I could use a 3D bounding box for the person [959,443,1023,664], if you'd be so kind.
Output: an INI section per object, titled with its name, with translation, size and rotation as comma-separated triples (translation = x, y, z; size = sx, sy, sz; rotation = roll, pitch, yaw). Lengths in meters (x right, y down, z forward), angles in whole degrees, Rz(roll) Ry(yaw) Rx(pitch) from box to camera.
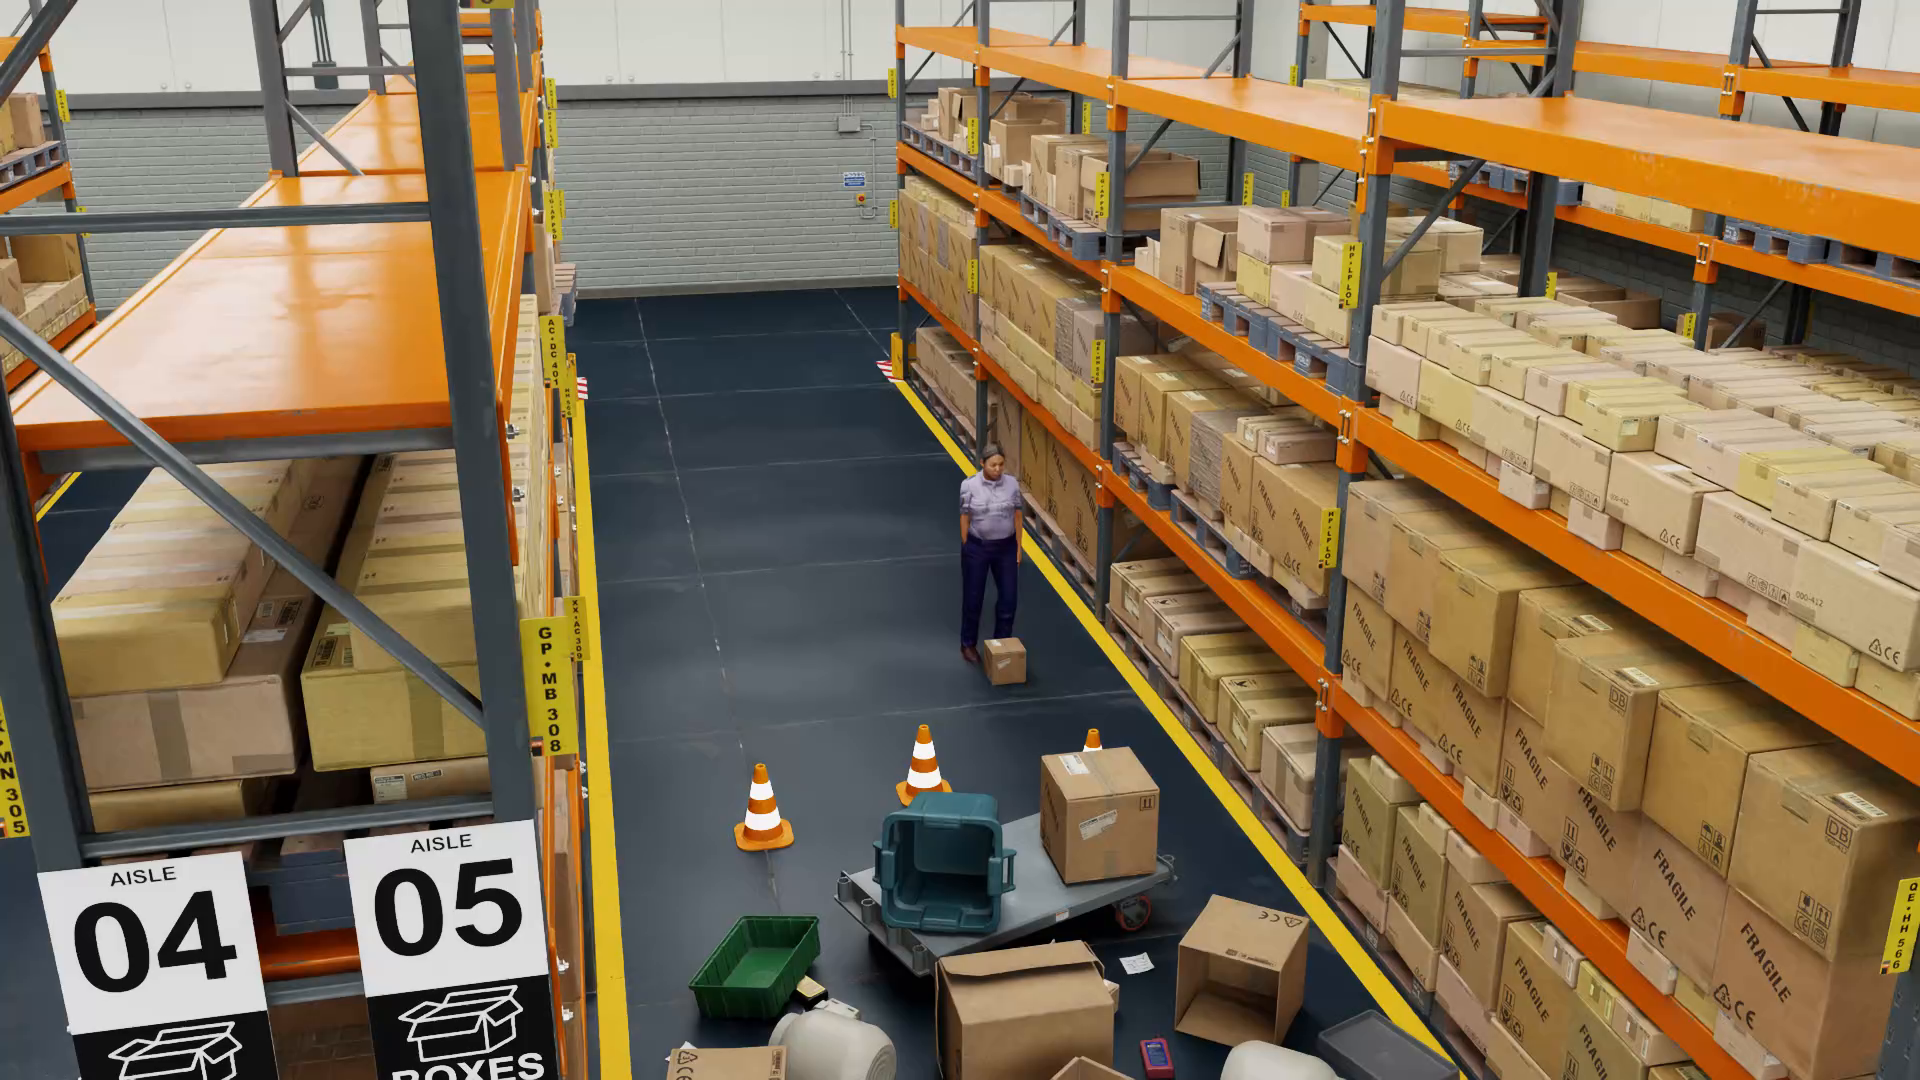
[person]
translation = 0.235, 0.088, 12.142
size = 0.471, 1.649, 0.341
rotation = -5, 20, -13
